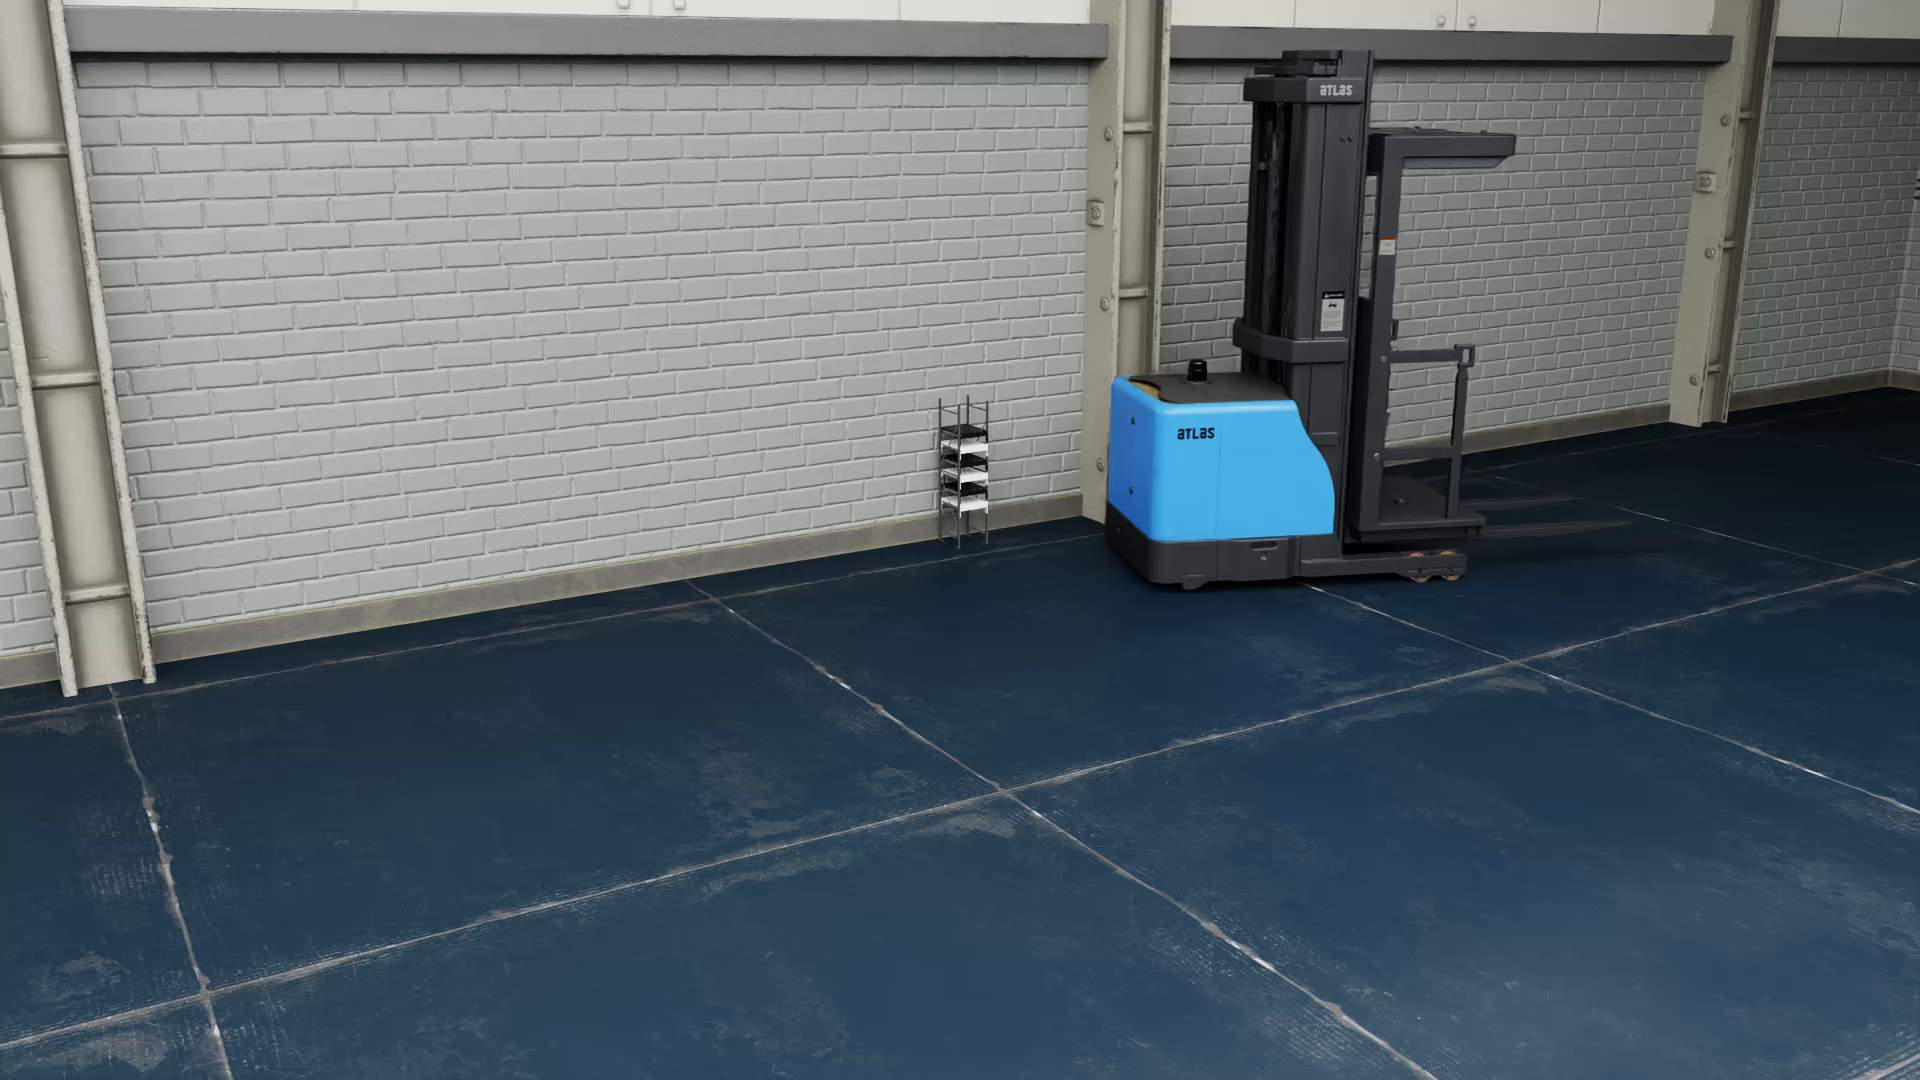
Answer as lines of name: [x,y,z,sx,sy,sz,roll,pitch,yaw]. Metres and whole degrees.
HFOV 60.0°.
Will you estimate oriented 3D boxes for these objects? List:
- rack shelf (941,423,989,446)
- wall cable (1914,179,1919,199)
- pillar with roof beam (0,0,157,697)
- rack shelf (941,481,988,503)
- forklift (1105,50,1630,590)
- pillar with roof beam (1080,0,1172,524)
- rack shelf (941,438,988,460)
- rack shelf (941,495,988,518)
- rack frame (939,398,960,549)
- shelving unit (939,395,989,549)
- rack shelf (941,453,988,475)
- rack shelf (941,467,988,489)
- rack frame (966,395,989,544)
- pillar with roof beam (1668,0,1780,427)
rack shelf: [0.021,-0.649,10.181,0.200,0.077,0.258,-10,18,-31]
wall cable: [9.389,-3.937,13.537,0.112,2.526,3.097,-9,18,-30]
pillar with roof beam: [-1.887,-2.665,3.244,0.400,9.000,9.100,-9,18,-30]
rack shelf: [0.021,-0.303,10.278,0.200,0.077,0.258,-10,18,-31]
forklift: [2.456,-1.307,9.642,3.031,2.935,1.130,-3,16,-10]
pillar with roof beam: [3.257,-3.499,6.220,0.400,9.000,9.100,-9,18,-30]
rack shelf: [0.021,-0.562,10.205,0.200,0.077,0.258,-10,18,-31]
rack shelf: [0.021,-0.216,10.303,0.200,0.077,0.258,-10,18,-31]
rack frame: [-0.065,-0.407,10.193,0.006,0.900,0.240,-10,18,-31]
shelving unit: [0.021,-0.421,10.245,0.210,0.900,0.258,-10,18,-31]
rack shelf: [0.021,-0.476,10.229,0.200,0.077,0.258,-10,18,-31]
rack shelf: [0.021,-0.389,10.254,0.200,0.077,0.258,-10,18,-31]
rack frame: [0.107,-0.436,10.297,0.006,0.900,0.240,-10,18,-31]
pillar with roof beam: [8.400,-4.333,9.195,0.400,9.000,9.100,-9,18,-30]
